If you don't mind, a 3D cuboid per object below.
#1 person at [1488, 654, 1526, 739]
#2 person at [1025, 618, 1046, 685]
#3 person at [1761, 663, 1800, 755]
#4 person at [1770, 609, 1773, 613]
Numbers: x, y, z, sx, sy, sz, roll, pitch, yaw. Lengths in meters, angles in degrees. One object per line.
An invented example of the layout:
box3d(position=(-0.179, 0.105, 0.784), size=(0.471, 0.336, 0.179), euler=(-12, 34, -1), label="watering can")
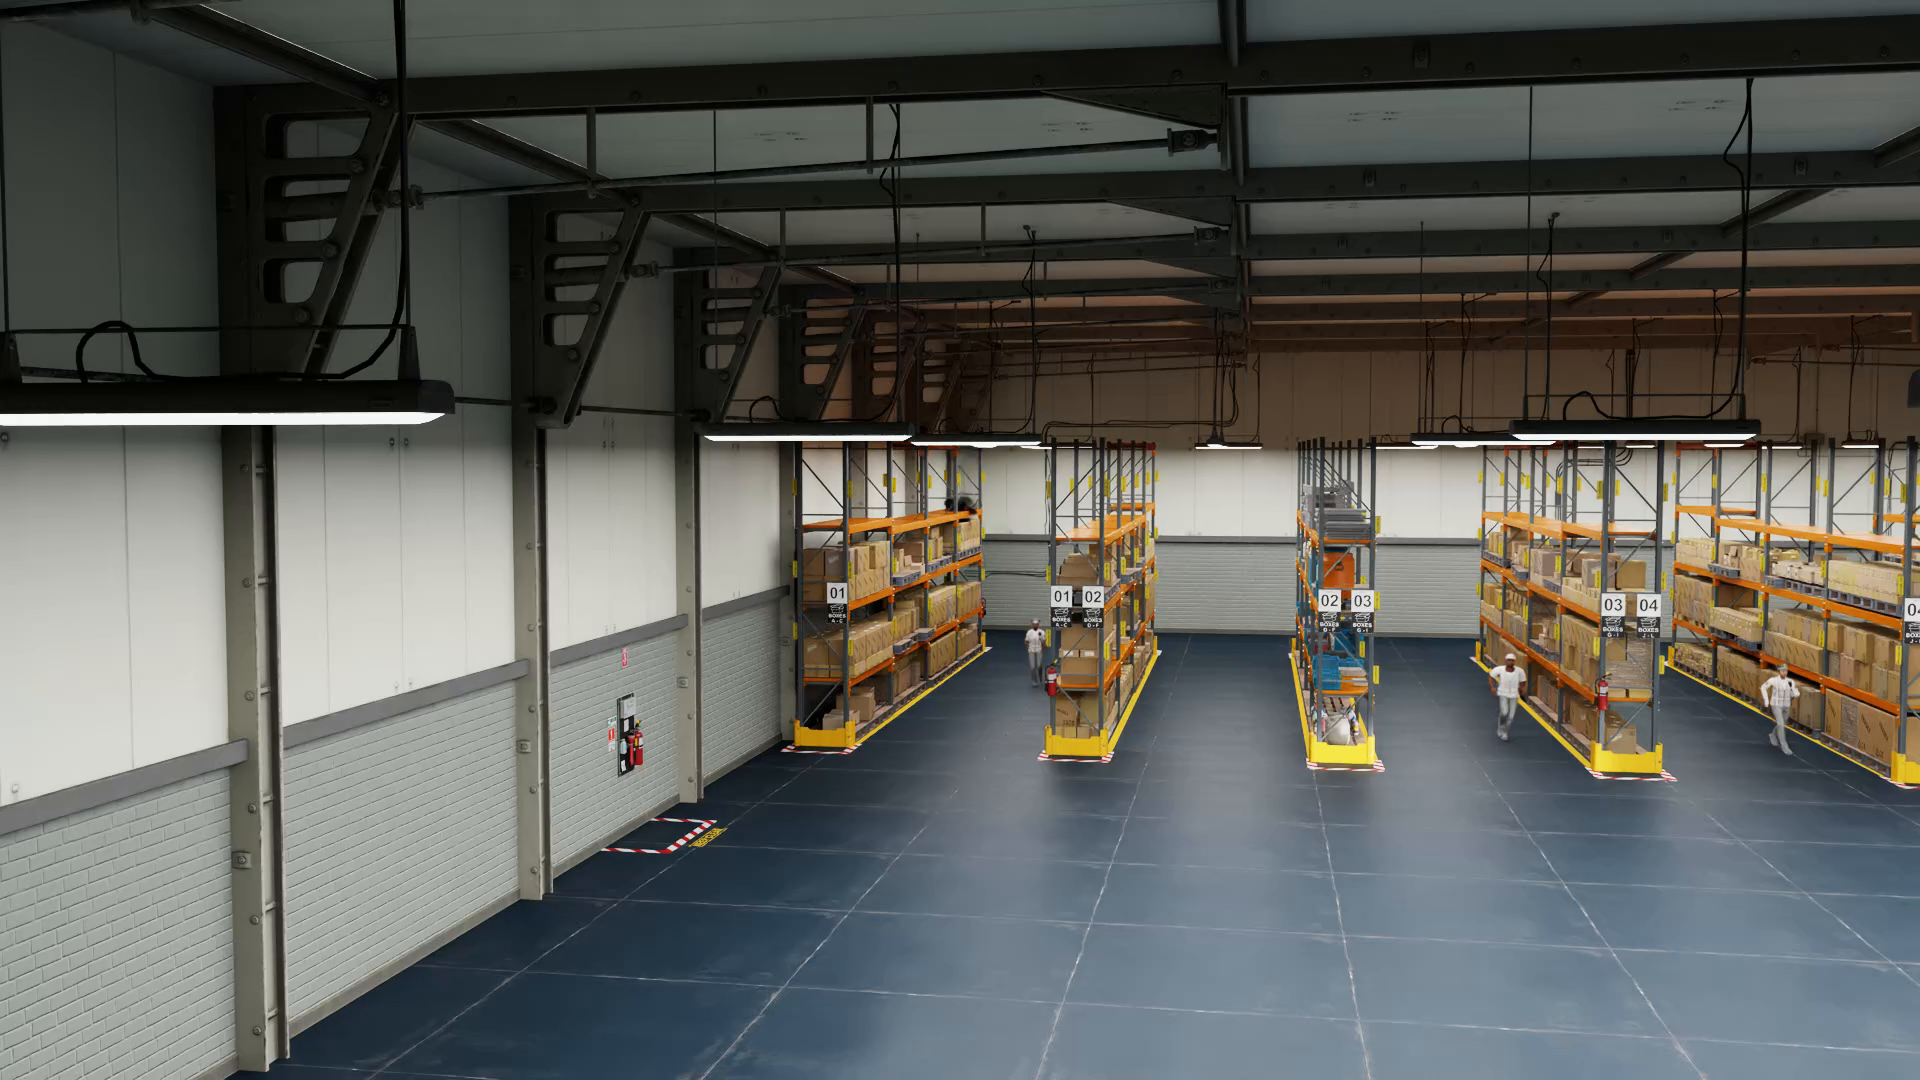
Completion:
box3d(position=(10.881, 3.103, 32.977), size=(0.695, 1.717, 0.646), euler=(0, 3, 5), label="person")
box3d(position=(1.850, 2.739, 40.684), size=(0.569, 1.654, 0.566), euler=(0, 3, 9), label="person")
box3d(position=(15.626, 3.172, 31.658), size=(0.608, 1.683, 0.942), euler=(0, 3, 1), label="person")
box3d(position=(21.082, 2.612, 43.287), size=(0.576, 1.633, 0.641), euler=(0, 3, 5), label="person")
